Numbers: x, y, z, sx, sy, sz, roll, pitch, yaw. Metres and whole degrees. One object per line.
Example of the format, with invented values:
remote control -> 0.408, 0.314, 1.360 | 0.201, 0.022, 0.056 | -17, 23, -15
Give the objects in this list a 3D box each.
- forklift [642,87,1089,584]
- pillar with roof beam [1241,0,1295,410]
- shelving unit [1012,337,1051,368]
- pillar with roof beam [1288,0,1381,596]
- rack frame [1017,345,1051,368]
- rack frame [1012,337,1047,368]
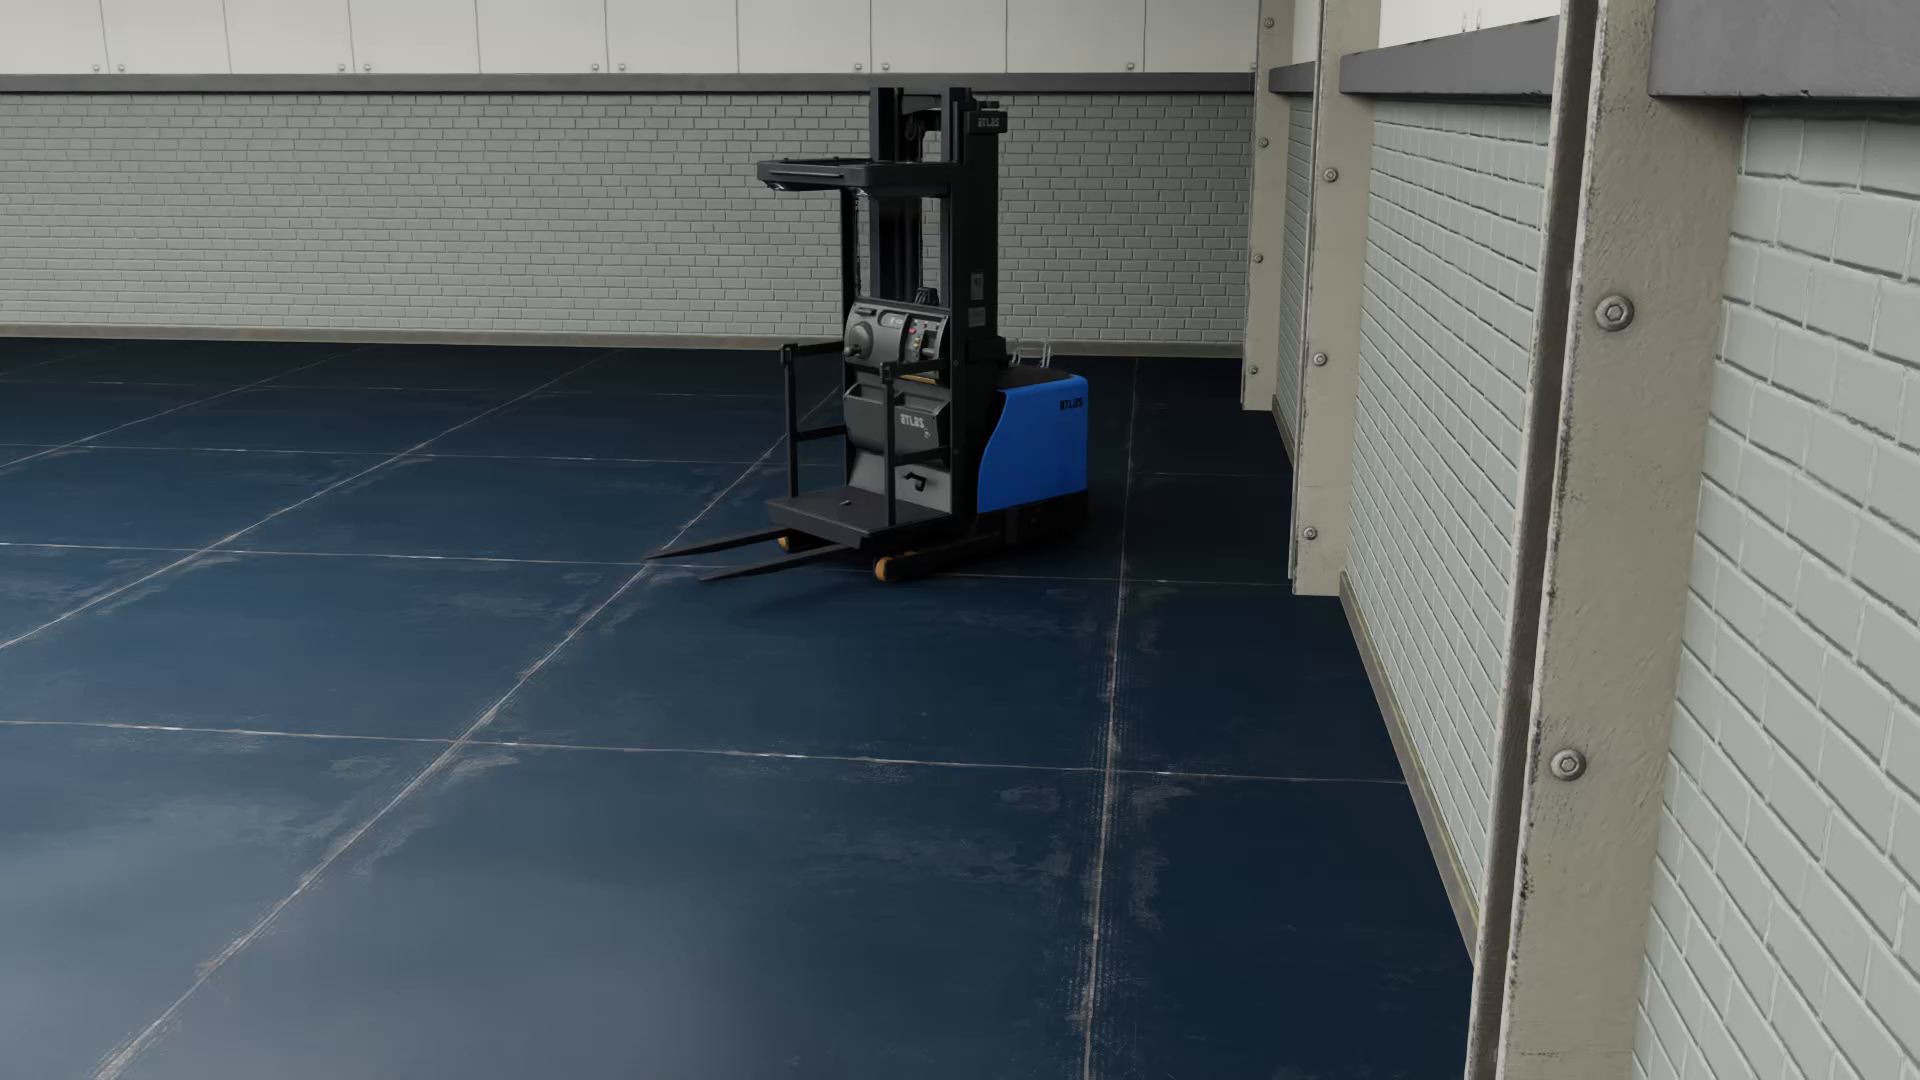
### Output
forklift -> -0.559, -1.301, 10.359 | 3.031, 2.935, 1.130 | -13, 20, -40
pillar with roof beam -> -1.431, -5.748, 15.179 | 9.100, 9.000, 0.400 | 2, 15, 6
shelving unit -> 0.474, -0.884, 12.214 | 0.258, 1.200, 0.189 | 4, -12, 13
pillar with roof beam -> -2.108, -4.192, 9.424 | 9.100, 9.000, 0.400 | 2, 15, 6
rack frame -> 0.492, -0.864, 12.302 | 0.240, 1.200, 0.006 | 4, -12, 13
rack frame -> 0.456, -0.904, 12.127 | 0.240, 1.200, 0.006 | 4, -12, 13
